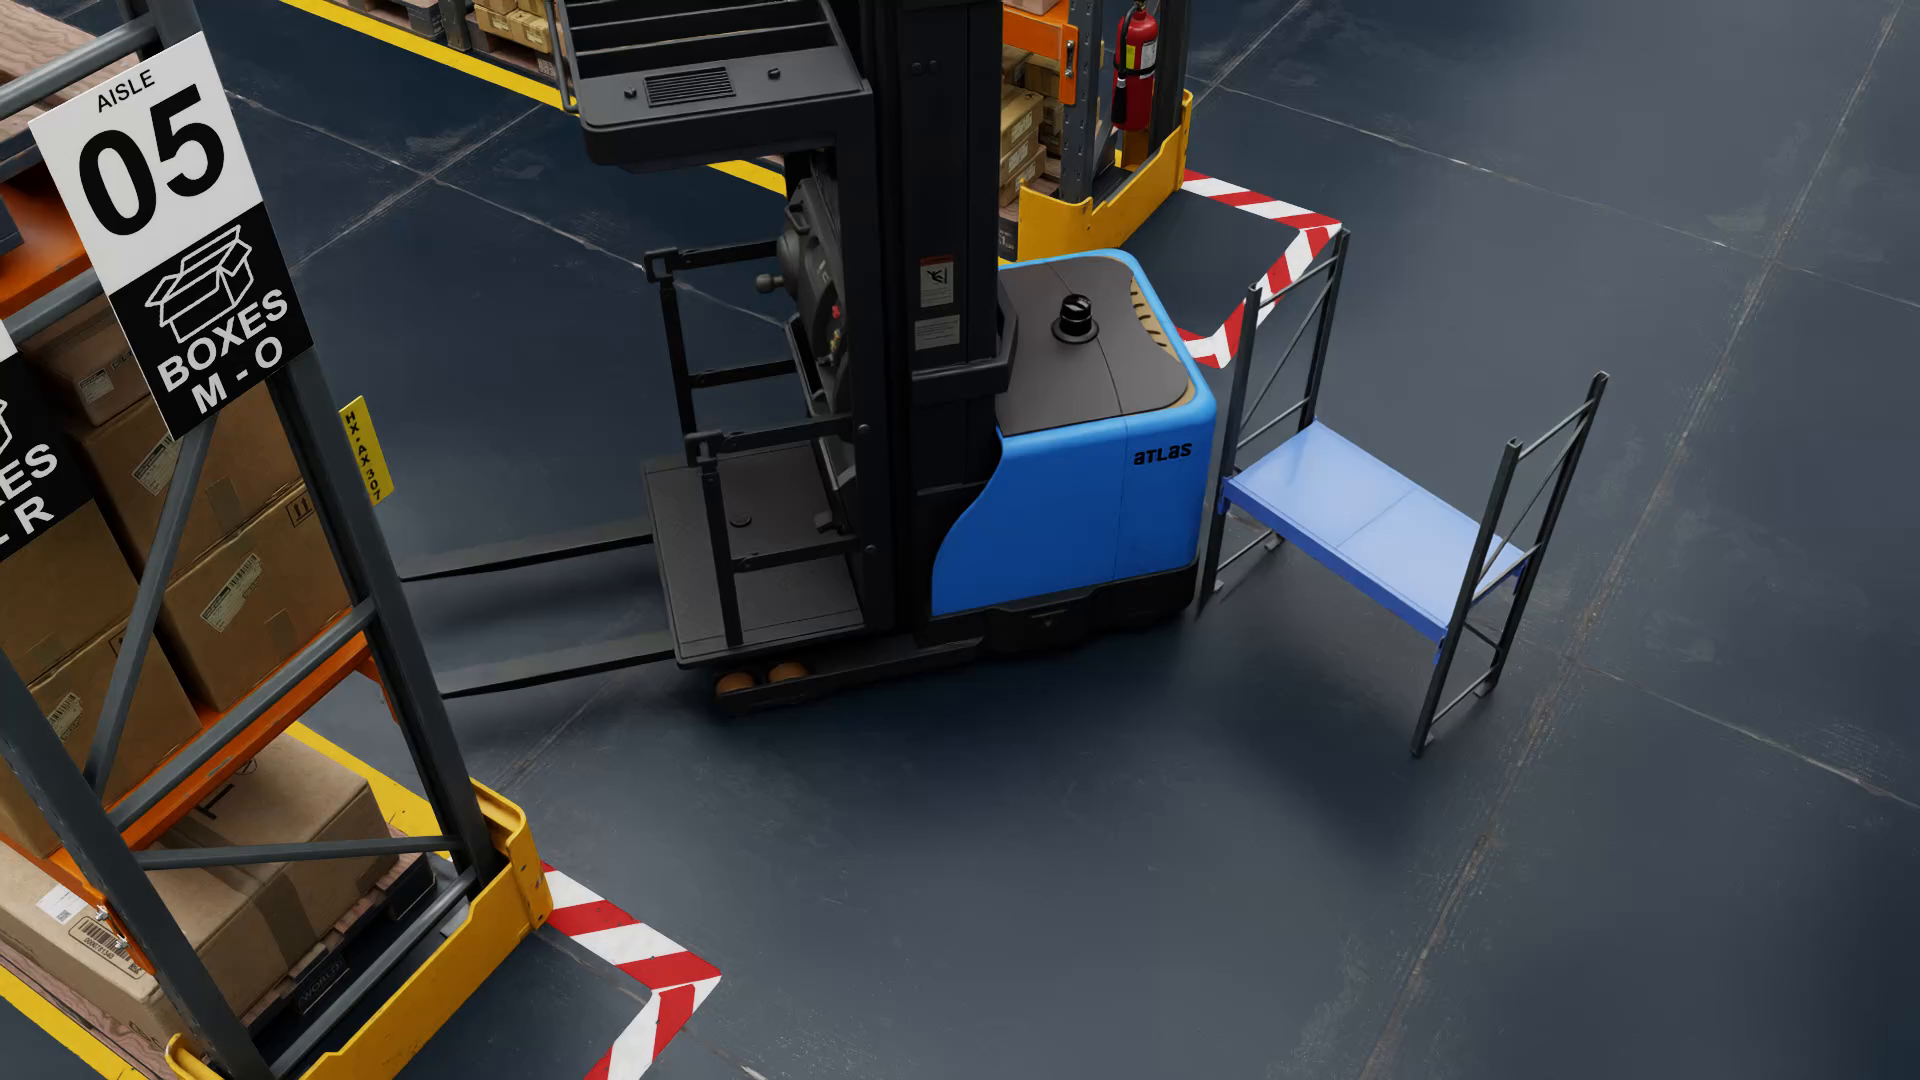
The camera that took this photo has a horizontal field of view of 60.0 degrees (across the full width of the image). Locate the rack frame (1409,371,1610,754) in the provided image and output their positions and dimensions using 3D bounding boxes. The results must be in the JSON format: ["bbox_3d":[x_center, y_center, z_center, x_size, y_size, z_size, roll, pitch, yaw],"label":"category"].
[{"bbox_3d":[1.820,0.123,5.585,0.500,1.500,0.032,-33,54,-28],"label":"rack frame"}]

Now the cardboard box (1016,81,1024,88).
[{"bbox_3d":[0.271,-2.335,8.415,0.250,0.149,0.380,24,51,22],"label":"cardboard box"}]

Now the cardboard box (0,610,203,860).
[{"bbox_3d":[-2.363,0.385,4.215,0.500,0.500,0.500,25,51,22],"label":"cardboard box"}]

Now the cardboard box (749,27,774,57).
[{"bbox_3d":[-0.878,-2.526,8.394,0.250,0.149,0.380,23,50,21],"label":"cardboard box"}]

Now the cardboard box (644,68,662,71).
[{"bbox_3d":[-1.513,-2.628,8.908,0.250,0.149,0.380,23,50,21],"label":"cardboard box"}]

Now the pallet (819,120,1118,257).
[{"bbox_3d":[0.045,-1.974,8.521,1.213,0.211,1.003,25,51,22],"label":"pallet"}]

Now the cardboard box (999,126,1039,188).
[{"bbox_3d":[0.175,-1.869,7.963,0.250,0.149,0.380,23,50,21],"label":"cardboard box"}]

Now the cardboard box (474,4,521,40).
[{"bbox_3d":[-2.460,-2.947,9.218,0.250,0.149,0.380,23,50,20],"label":"cardboard box"}]

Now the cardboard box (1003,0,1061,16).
[{"bbox_3d":[0.347,-2.449,7.213,0.250,0.149,0.380,25,51,22],"label":"cardboard box"}]

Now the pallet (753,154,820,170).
[{"bbox_3d":[-0.978,-2.447,8.981,1.213,0.211,1.003,25,51,22],"label":"pallet"}]

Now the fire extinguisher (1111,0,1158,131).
[{"bbox_3d":[0.736,-2.048,6.962,0.183,0.674,0.296,25,51,22],"label":"fire extinguisher"}]

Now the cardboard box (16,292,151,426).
[{"bbox_3d":[-1.963,-0.467,3.893,0.250,0.149,0.380,26,51,23],"label":"cardboard box"}]

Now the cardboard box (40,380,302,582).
[{"bbox_3d":[-2.064,-0.295,4.178,0.500,0.500,0.500,24,50,21],"label":"cardboard box"}]

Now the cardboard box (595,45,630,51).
[{"bbox_3d":[-1.758,-2.711,8.988,0.250,0.149,0.380,24,50,21],"label":"cardboard box"}]

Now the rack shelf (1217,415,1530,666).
[{"bbox_3d":[1.480,-0.023,5.977,0.538,0.185,1.000,-33,54,-28],"label":"rack shelf"}]

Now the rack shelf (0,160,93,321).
[{"bbox_3d":[-3.497,-1.122,4.159,4.000,0.370,1.077,25,51,22],"label":"rack shelf"}]

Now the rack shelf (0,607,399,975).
[{"bbox_3d":[-3.497,-0.077,5.235,4.000,0.370,1.077,25,51,22],"label":"rack shelf"}]

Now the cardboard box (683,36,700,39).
[{"bbox_3d":[-1.300,-2.730,8.591,0.250,0.149,0.380,23,50,21],"label":"cardboard box"}]

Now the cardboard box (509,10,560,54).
[{"bbox_3d":[-2.236,-2.844,9.117,0.250,0.149,0.380,26,51,23],"label":"cardboard box"}]

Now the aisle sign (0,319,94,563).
[{"bbox_3d":[-1.920,-0.244,3.083,0.004,0.787,0.394,25,51,22],"label":"aisle sign"}]

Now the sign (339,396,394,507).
[{"bbox_3d":[-1.509,-0.215,4.209,0.005,0.325,0.100,25,51,22],"label":"sign"}]

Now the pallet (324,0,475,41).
[{"bbox_3d":[-3.249,-3.458,9.963,1.213,0.211,1.003,25,51,22],"label":"pallet"}]

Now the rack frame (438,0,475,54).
[{"bbox_3d":[-2.593,-4.130,8.671,0.127,3.000,1.000,25,51,22],"label":"rack frame"}]

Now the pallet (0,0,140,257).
[{"bbox_3d":[-2.444,-0.849,3.454,1.213,0.211,1.003,25,51,22],"label":"pallet"}]

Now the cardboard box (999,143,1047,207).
[{"bbox_3d":[0.218,-1.812,8.114,0.250,0.149,0.380,26,51,23],"label":"cardboard box"}]

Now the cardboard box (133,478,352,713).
[{"bbox_3d":[-2.063,0.053,4.538,0.500,0.500,0.500,24,51,22],"label":"cardboard box"}]

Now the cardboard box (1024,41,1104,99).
[{"bbox_3d":[0.516,-2.349,8.221,0.250,0.149,0.380,23,50,20],"label":"cardboard box"}]

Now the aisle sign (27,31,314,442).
[{"bbox_3d":[-1.597,-0.607,3.435,0.004,0.787,0.394,25,51,22],"label":"aisle sign"}]

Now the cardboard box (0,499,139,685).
[{"bbox_3d":[-2.348,0.020,3.872,0.500,0.500,0.500,26,51,23],"label":"cardboard box"}]

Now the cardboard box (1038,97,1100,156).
[{"bbox_3d":[0.505,-2.130,8.423,0.250,0.149,0.380,26,51,23],"label":"cardboard box"}]

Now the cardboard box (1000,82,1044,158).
[{"bbox_3d":[0.191,-1.993,7.875,0.250,0.149,0.380,25,51,23],"label":"cardboard box"}]

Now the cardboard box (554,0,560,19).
[{"bbox_3d":[-1.975,-2.936,8.999,0.250,0.149,0.380,24,51,22],"label":"cardboard box"}]

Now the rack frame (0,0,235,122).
[{"bbox_3d":[-1.814,-1.644,2.073,0.127,3.000,1.000,25,51,22],"label":"rack frame"}]

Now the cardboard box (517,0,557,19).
[{"bbox_3d":[-2.200,-3.009,9.070,0.250,0.149,0.380,25,51,22],"label":"cardboard box"}]

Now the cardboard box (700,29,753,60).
[{"bbox_3d":[-1.114,-2.611,8.476,0.250,0.149,0.380,25,51,22],"label":"cardboard box"}]

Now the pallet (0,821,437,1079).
[{"bbox_3d":[-2.529,1.156,5.480,1.213,0.211,1.003,25,51,22],"label":"pallet"}]

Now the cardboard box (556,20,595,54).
[{"bbox_3d":[-1.999,-2.780,9.054,0.250,0.149,0.380,24,51,22],"label":"cardboard box"}]

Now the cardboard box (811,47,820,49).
[{"bbox_3d":[-0.716,-2.357,8.229,0.250,0.149,0.380,27,51,23],"label":"cardboard box"}]

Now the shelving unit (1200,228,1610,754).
[{"bbox_3d":[1.480,-0.148,5.848,0.538,1.500,1.048,-33,54,-28],"label":"shelving unit"}]

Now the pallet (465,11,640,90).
[{"bbox_3d":[-2.009,-2.919,9.439,1.213,0.211,1.003,25,51,22],"label":"pallet"}]

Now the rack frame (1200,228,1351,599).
[{"bbox_3d":[1.140,-0.419,6.112,0.500,1.500,0.032,-33,54,-28],"label":"rack frame"}]

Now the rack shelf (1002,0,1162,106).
[{"bbox_3d":[-0.910,-3.104,8.177,4.000,0.370,1.077,25,51,22],"label":"rack shelf"}]

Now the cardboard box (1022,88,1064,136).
[{"bbox_3d":[0.471,-2.195,8.279,0.250,0.149,0.380,27,52,24],"label":"cardboard box"}]

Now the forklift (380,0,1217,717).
[{"bbox_3d":[-0.669,-0.798,5.482,3.031,2.935,1.130,-11,47,-10],"label":"forklift"}]

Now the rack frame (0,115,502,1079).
[{"bbox_3d":[-1.814,0.447,4.225,0.127,3.000,1.000,25,51,22],"label":"rack frame"}]

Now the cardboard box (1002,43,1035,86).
[{"bbox_3d":[0.219,-2.383,8.254,0.250,0.149,0.380,26,51,23],"label":"cardboard box"}]

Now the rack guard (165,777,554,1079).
[{"bbox_3d":[-1.793,1.327,5.112,0.348,0.500,1.175,25,51,22],"label":"rack guard"}]

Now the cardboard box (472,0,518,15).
[{"bbox_3d":[-2.461,-3.052,9.112,0.250,0.149,0.380,27,52,24],"label":"cardboard box"}]

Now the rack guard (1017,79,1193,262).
[{"bbox_3d":[0.710,-1.739,8.091,0.348,0.500,1.175,25,51,22],"label":"rack guard"}]

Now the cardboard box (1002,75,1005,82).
[{"bbox_3d":[0.011,-2.125,8.004,0.250,0.149,0.380,26,51,23],"label":"cardboard box"}]

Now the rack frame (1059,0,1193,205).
[{"bbox_3d":[0.774,-2.581,7.166,0.127,3.000,1.000,25,51,22],"label":"rack frame"}]

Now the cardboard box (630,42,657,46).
[{"bbox_3d":[-1.531,-2.709,8.779,0.250,0.149,0.380,27,52,24],"label":"cardboard box"}]

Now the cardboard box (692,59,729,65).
[{"bbox_3d":[-1.158,-2.463,8.539,0.250,0.149,0.380,25,51,22],"label":"cardboard box"}]

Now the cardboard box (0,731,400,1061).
[{"bbox_3d":[-2.423,0.998,5.182,0.875,0.438,0.875,23,50,21],"label":"cardboard box"}]

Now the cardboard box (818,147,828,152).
[{"bbox_3d":[-0.692,-2.153,8.446,0.250,0.149,0.380,23,50,20],"label":"cardboard box"}]

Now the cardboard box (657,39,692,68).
[{"bbox_3d":[-1.352,-2.573,8.647,0.250,0.149,0.380,24,51,22],"label":"cardboard box"}]
